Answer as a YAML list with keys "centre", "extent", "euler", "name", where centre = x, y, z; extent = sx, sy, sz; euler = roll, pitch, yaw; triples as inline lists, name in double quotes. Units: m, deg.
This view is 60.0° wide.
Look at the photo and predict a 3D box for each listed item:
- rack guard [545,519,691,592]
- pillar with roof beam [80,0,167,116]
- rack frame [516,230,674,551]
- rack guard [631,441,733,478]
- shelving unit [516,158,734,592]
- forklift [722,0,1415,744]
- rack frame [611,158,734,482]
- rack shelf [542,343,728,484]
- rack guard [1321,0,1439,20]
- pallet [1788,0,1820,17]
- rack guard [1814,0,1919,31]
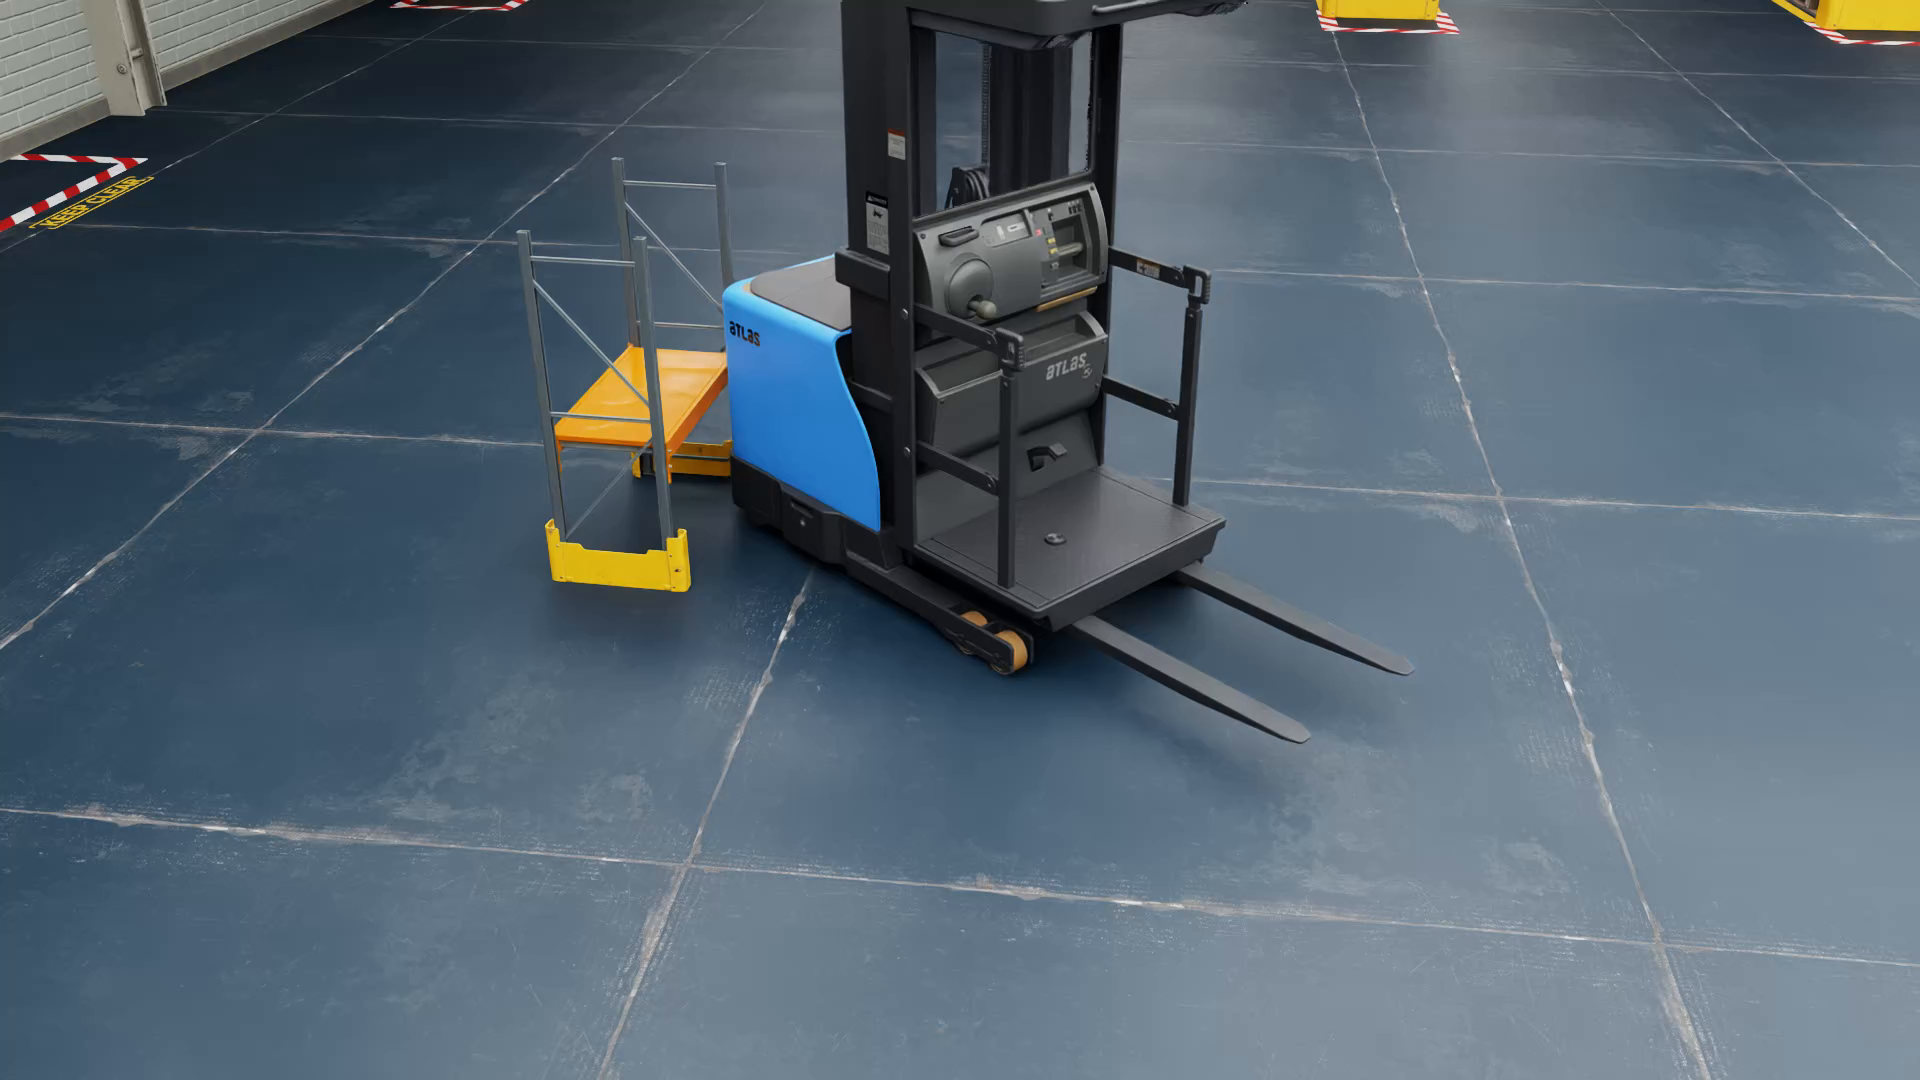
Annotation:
- centre: [-1.411, 0.063, 6.870]
  extent: [0.587, 0.250, 0.087]
  euler: [5, 29, 9]
  name: "rack guard"
- centre: [-2.630, -7.324, 11.358]
  extent: [9.100, 9.000, 0.400]
  euler: [3, 28, 6]
  name: "pillar with roof beam"
- centre: [-1.414, -0.478, 6.556]
  extent: [0.500, 1.500, 0.032]
  euler: [5, 29, 9]
  name: "rack frame"
- centre: [-1.242, -0.403, 7.734]
  extent: [0.587, 0.250, 0.087]
  euler: [5, 29, 9]
  name: "rack guard"
- centre: [-1.326, -0.720, 7.005]
  extent: [0.587, 1.500, 1.083]
  euler: [5, 29, 9]
  name: "shelving unit"
- centre: [0.354, -1.055, 6.117]
  extent: [1.130, 2.935, 3.031]
  euler: [-24, 36, -37]
  name: "forklift"
- centre: [-1.242, -0.953, 7.438]
  extent: [0.500, 1.500, 0.032]
  euler: [5, 29, 9]
  name: "rack frame"
- centre: [-1.328, -0.557, 7.083]
  extent: [0.538, 0.185, 1.000]
  euler: [5, 29, 9]
  name: "rack shelf"
- centre: [4.401, -5.740, 17.378]
  extent: [1.175, 0.500, 0.348]
  euler: [3, 28, 6]
  name: "rack guard"
- centre: [9.498, -5.703, 17.613]
  extent: [1.003, 0.211, 1.213]
  euler: [3, 28, 6]
  name: "pallet"
- centre: [9.363, -5.450, 16.839]
  extent: [1.175, 0.500, 0.348]
  euler: [3, 28, 6]
  name: "rack guard"
